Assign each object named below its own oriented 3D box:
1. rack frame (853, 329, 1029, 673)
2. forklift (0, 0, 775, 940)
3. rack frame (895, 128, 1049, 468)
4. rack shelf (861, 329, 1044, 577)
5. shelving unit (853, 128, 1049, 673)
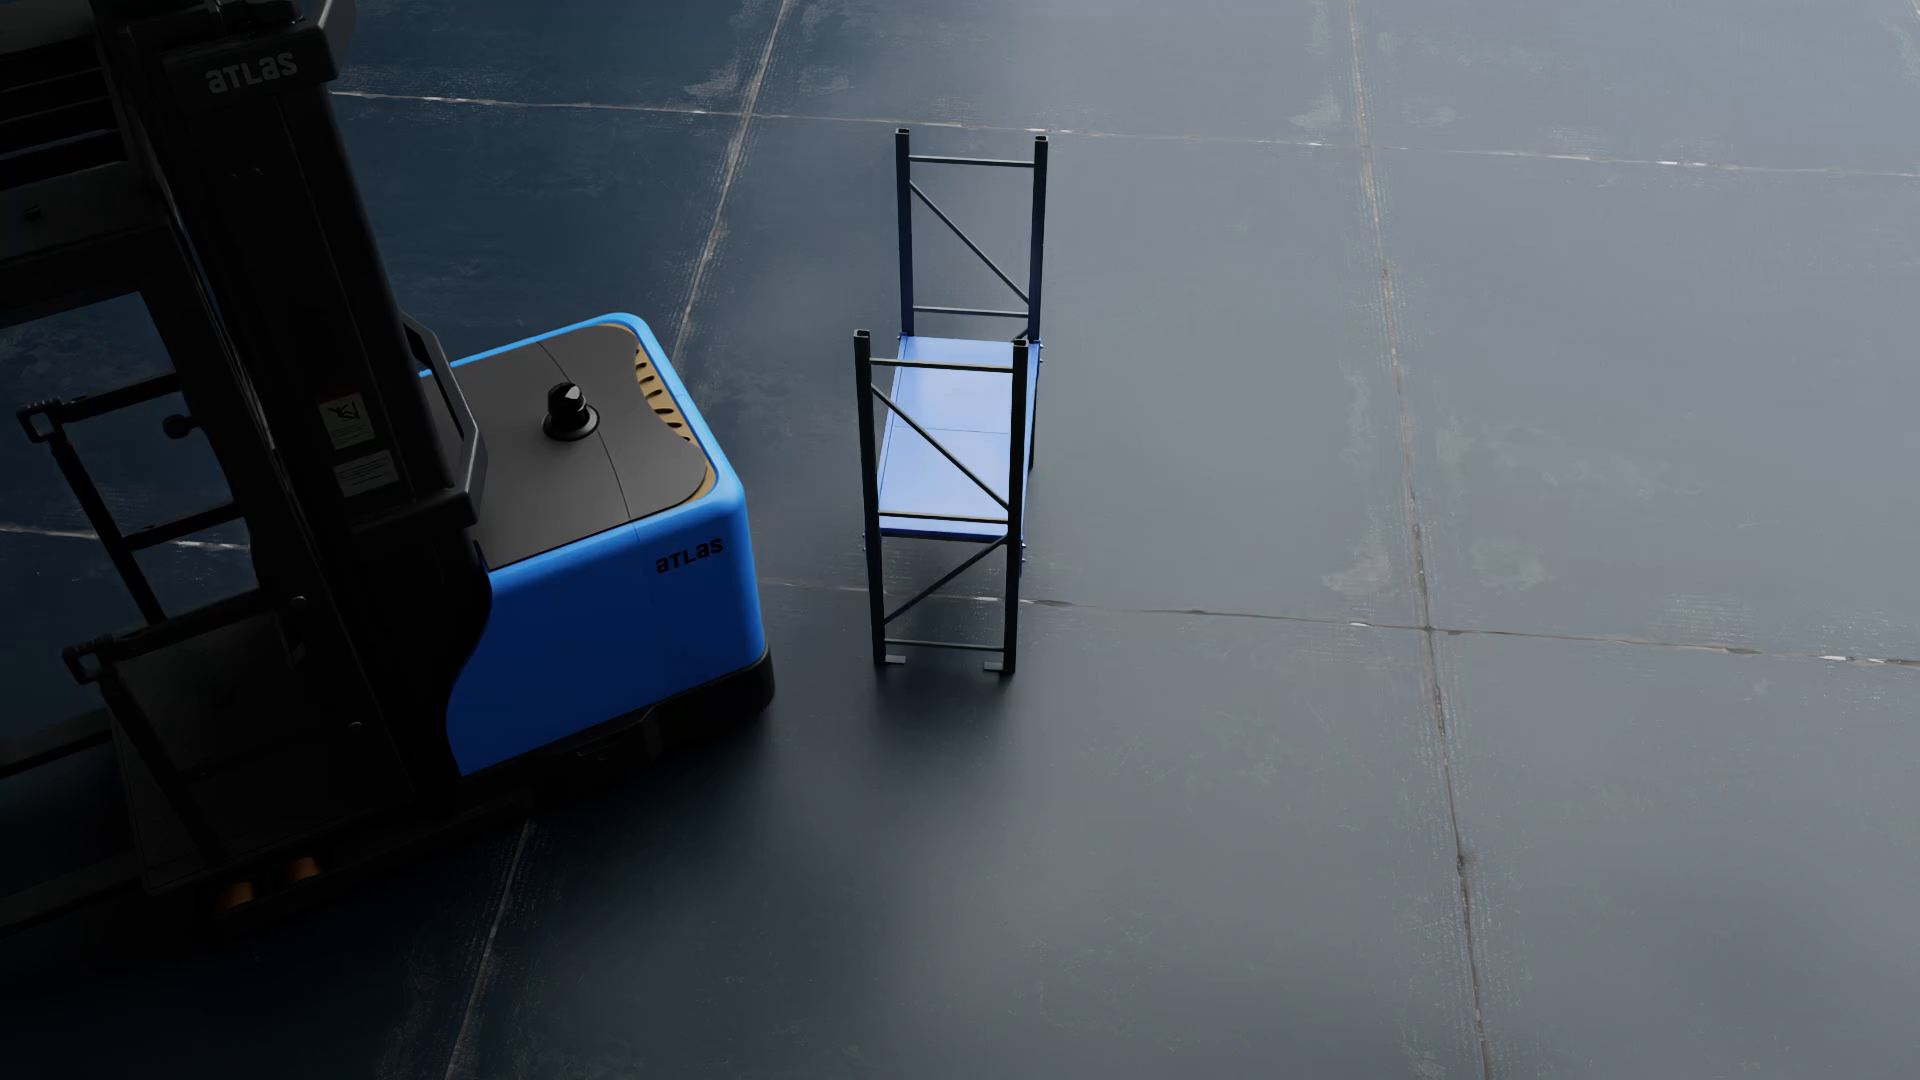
[{"bbox_3d":[-0.054,-0.070,5.298,0.500,1.500,0.032,4,48,4],"label":"rack frame"},{"bbox_3d":[-2.182,-0.227,4.471,3.031,2.935,1.130,-21,51,-18],"label":"forklift"},{"bbox_3d":[0.039,-0.817,5.981,0.500,1.500,0.032,4,48,4],"label":"rack frame"},{"bbox_3d":[-0.008,-0.322,5.772,0.538,0.185,1.000,4,48,4],"label":"rack shelf"},{"bbox_3d":[-0.008,-0.443,5.639,0.538,1.500,1.048,4,48,4],"label":"shelving unit"}]
